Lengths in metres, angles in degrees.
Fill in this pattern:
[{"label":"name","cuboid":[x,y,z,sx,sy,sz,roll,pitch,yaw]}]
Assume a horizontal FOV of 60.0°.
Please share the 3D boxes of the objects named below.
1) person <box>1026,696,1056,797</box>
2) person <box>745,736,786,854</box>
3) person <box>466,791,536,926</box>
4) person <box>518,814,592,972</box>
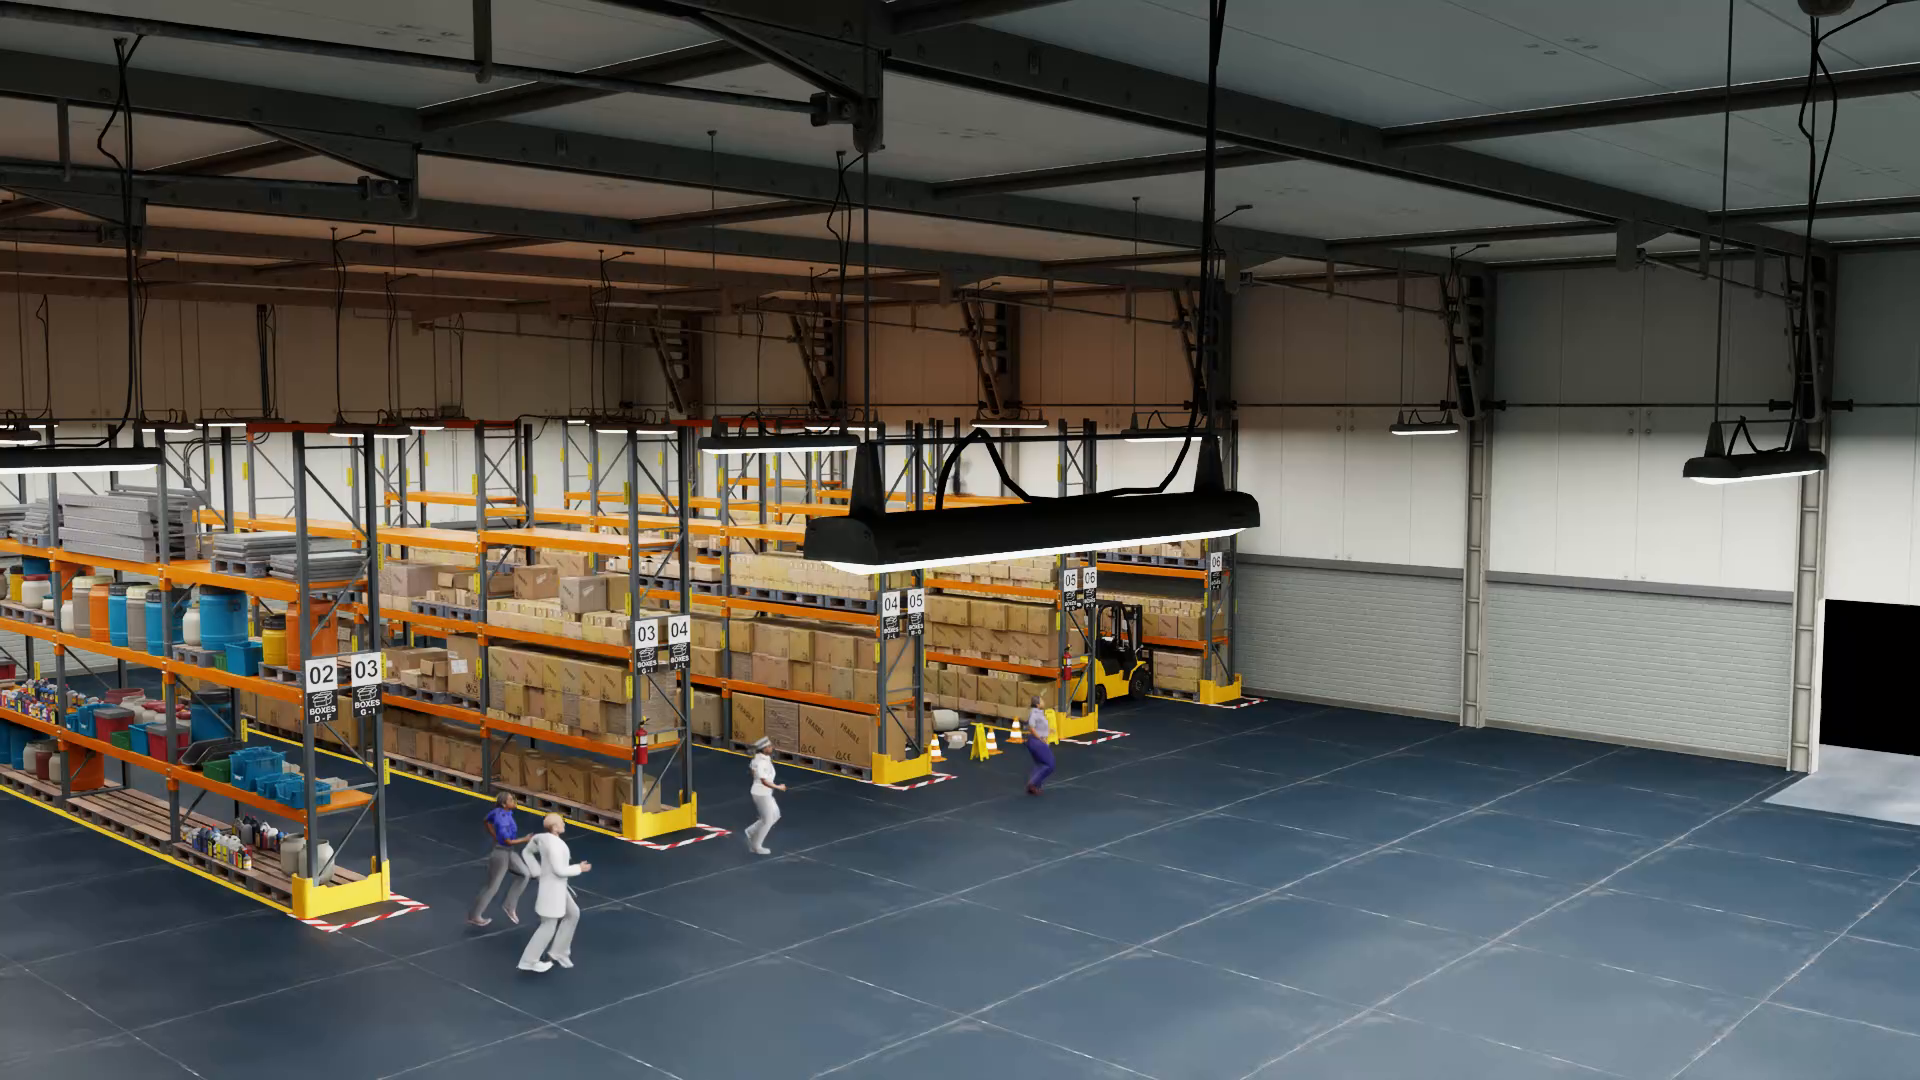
[{"label":"person","cuboid":[1.328,3.334,26.980,0.518,1.628,0.601,-1,5,-6]},{"label":"person","cuboid":[-2.756,3.588,23.529,0.586,1.661,0.617,-1,5,-11]},{"label":"person","cuboid":[-5.550,3.865,20.170,0.852,1.649,0.582,-1,5,-11]},{"label":"person","cuboid":[-4.513,3.949,18.490,0.822,1.831,0.687,-2,5,-21]}]
